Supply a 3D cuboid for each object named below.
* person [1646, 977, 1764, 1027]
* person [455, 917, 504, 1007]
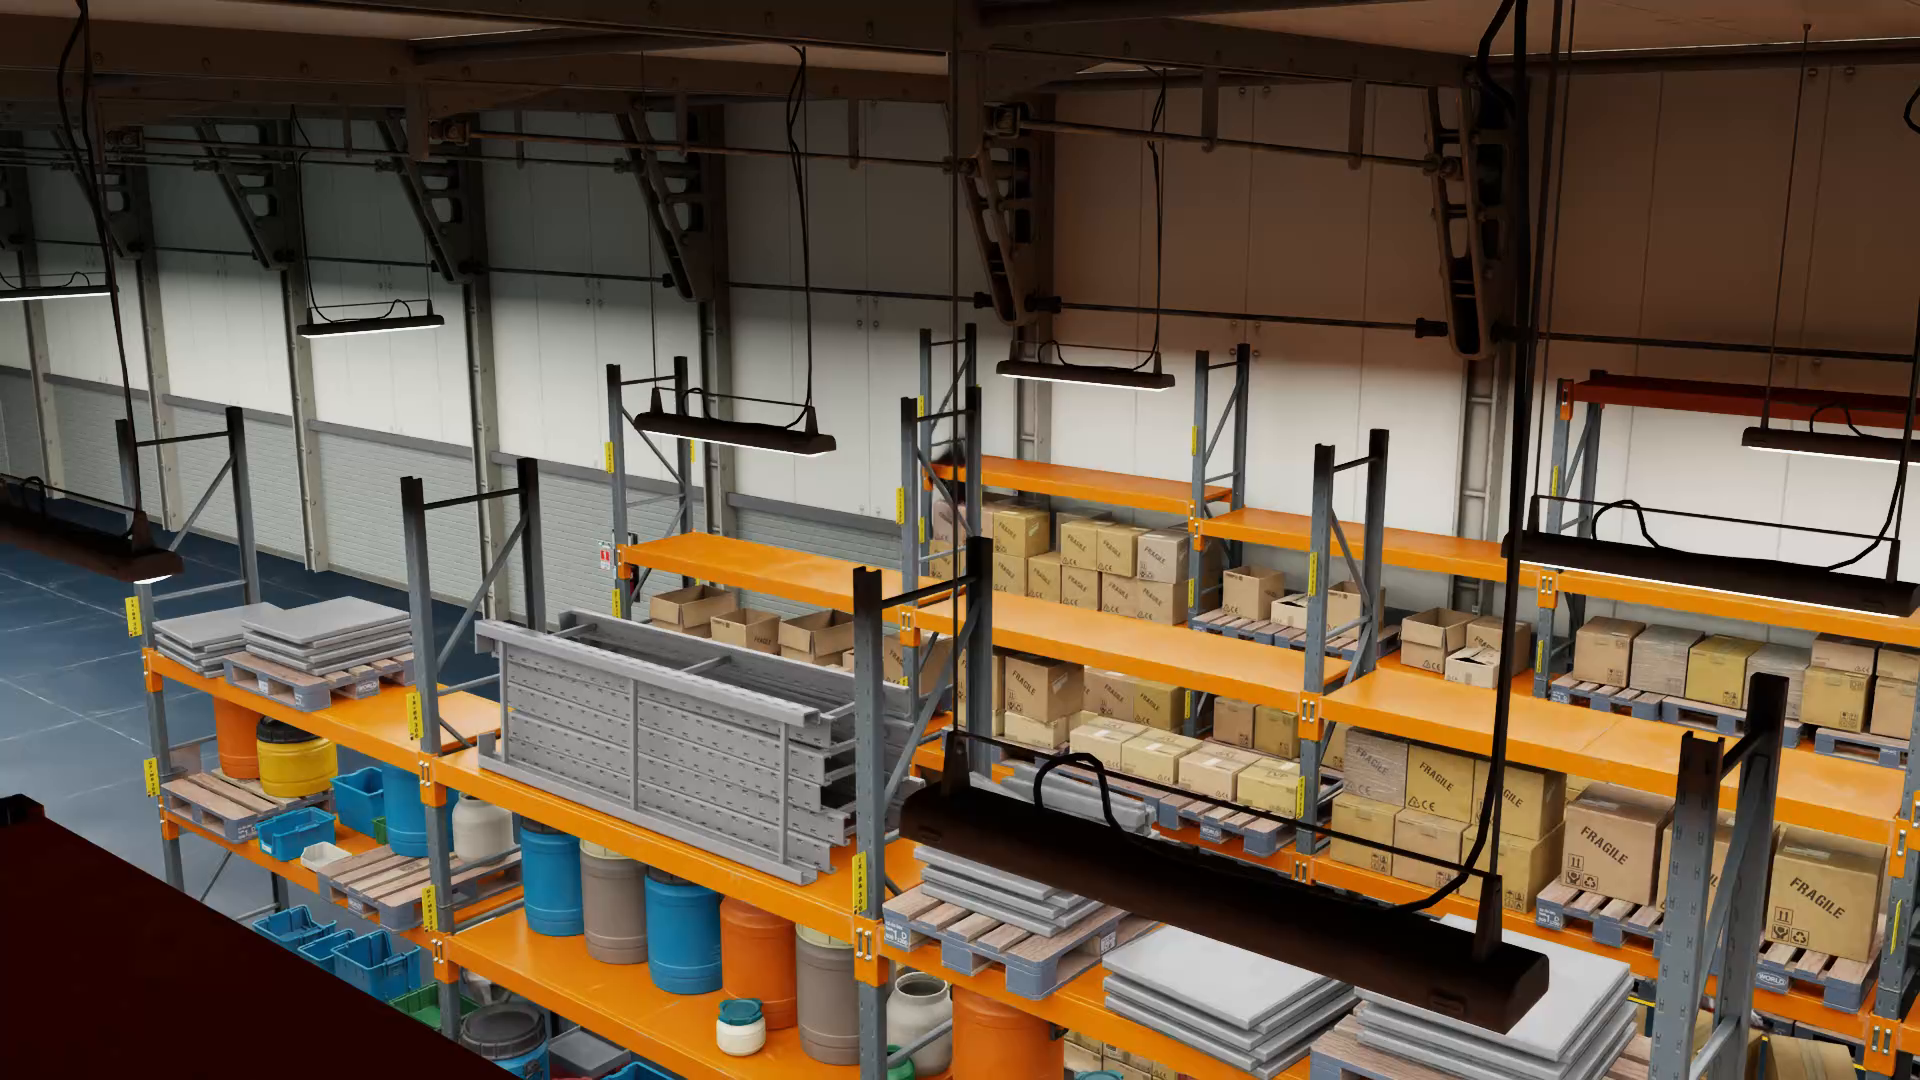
[{"bbox_3d":[6.419,4.173,14.340,0.993,1.472,0.681,6,14,24],"label":"person"},{"bbox_3d":[-4.319,3.959,15.014,0.587,1.605,0.666,-8,15,-32],"label":"person"}]
